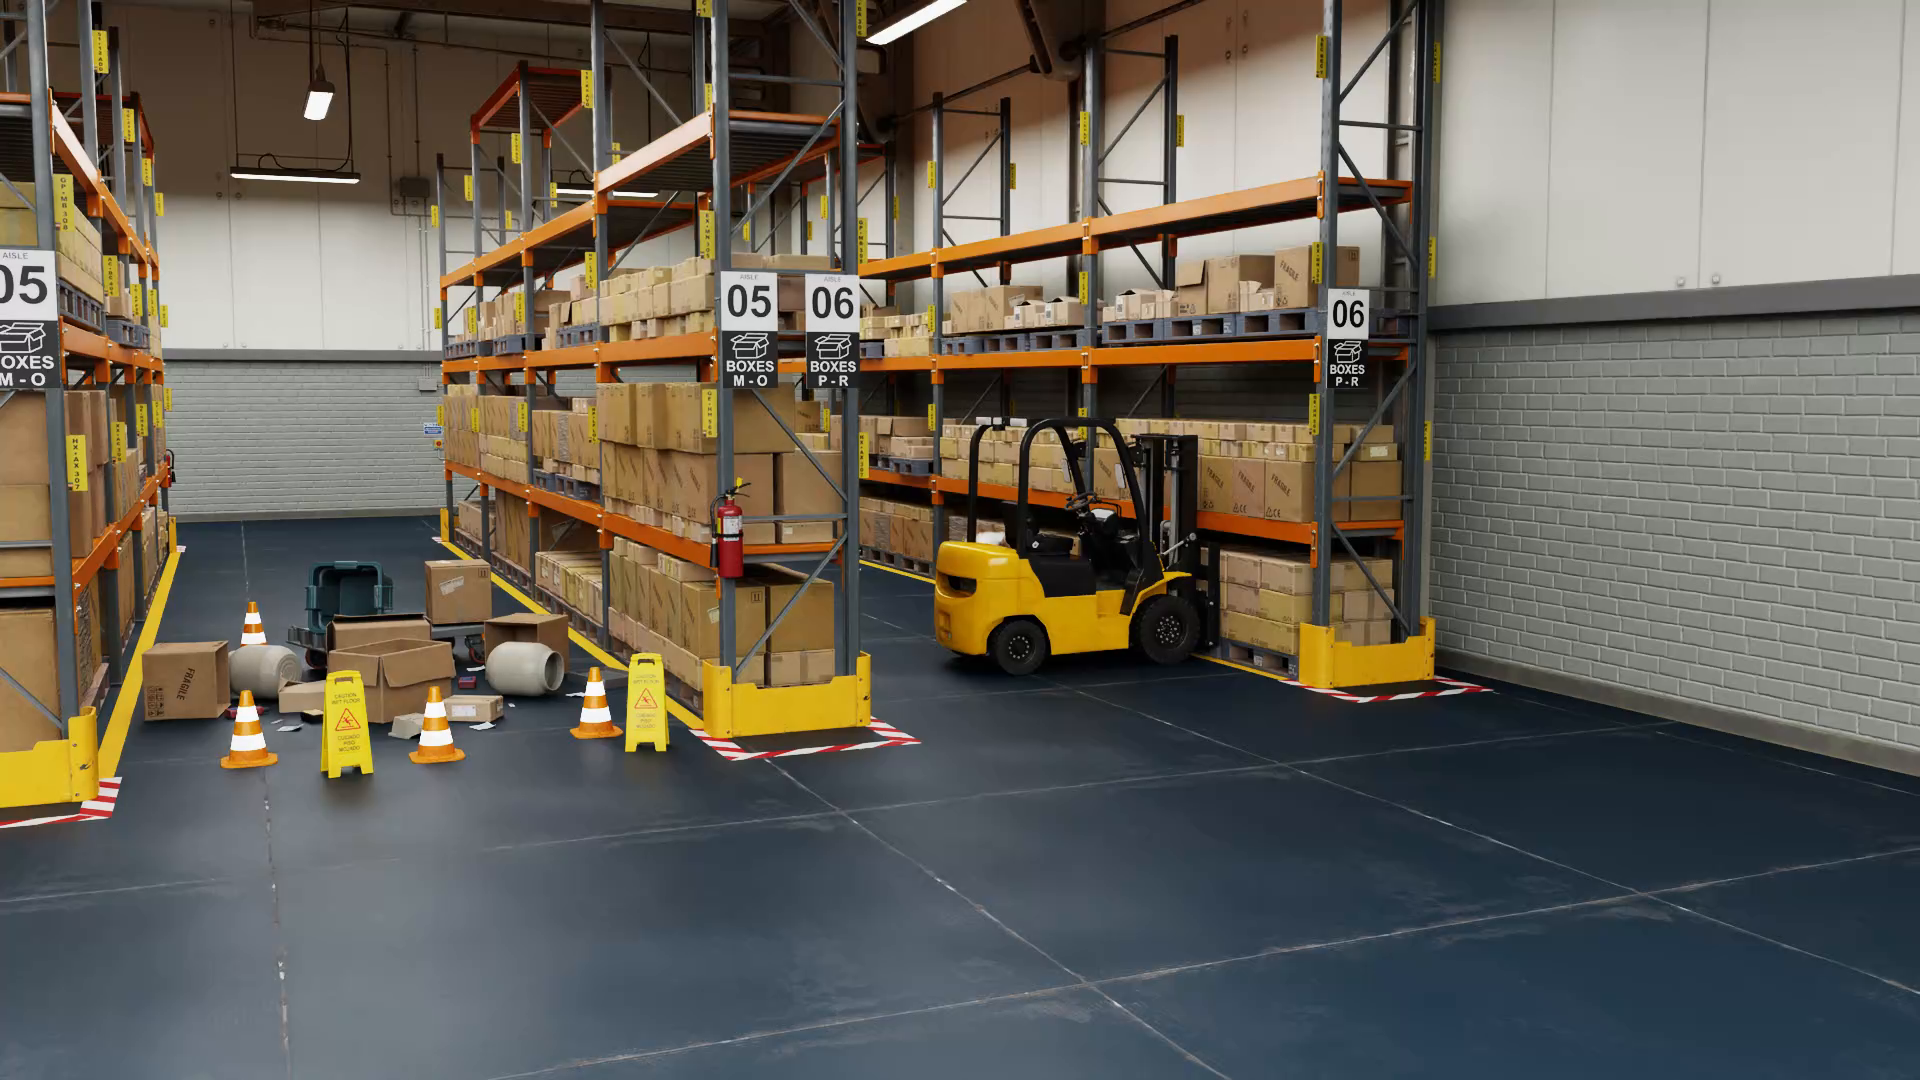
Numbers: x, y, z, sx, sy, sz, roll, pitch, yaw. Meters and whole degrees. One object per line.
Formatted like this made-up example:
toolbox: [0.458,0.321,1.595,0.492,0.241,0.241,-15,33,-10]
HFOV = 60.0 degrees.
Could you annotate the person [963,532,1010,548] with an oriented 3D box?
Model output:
person: [0.308,0.404,16.556,0.587,0.996,0.935,-3,6,-26]
